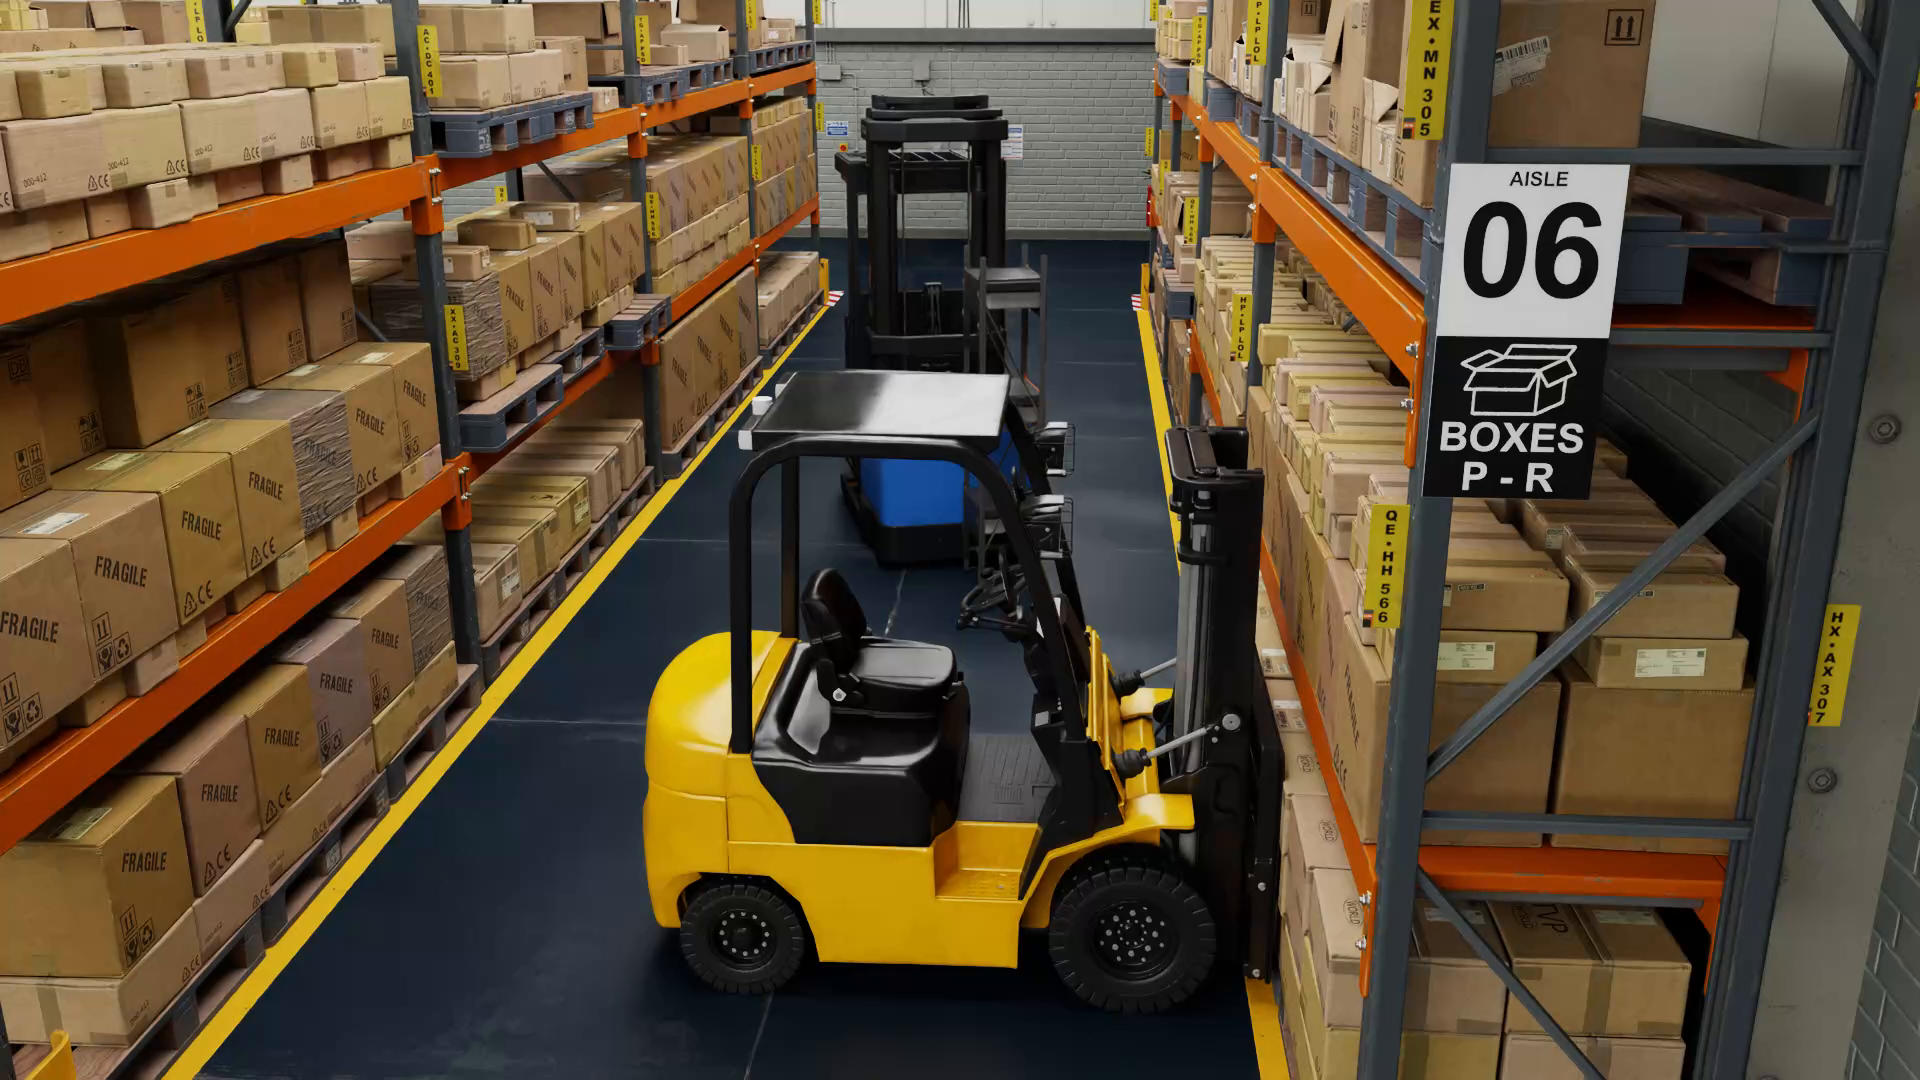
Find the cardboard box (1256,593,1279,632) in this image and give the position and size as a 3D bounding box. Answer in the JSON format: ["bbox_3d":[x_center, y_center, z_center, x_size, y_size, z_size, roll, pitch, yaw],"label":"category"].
[{"bbox_3d":[1.501,0.439,7.403,0.500,0.250,0.500,1,18,4],"label":"cardboard box"}]

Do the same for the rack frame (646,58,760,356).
[{"bbox_3d":[-2.482,-3.090,16.034,1.000,3.000,0.127,1,18,4],"label":"rack frame"}]

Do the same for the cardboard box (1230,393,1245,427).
[{"bbox_3d":[1.671,-0.586,8.636,0.500,0.250,0.500,2,18,5],"label":"cardboard box"}]

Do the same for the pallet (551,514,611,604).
[{"bbox_3d":[-2.916,0.098,10.783,1.003,0.211,1.213,1,18,4],"label":"pallet"}]

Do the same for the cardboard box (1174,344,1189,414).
[{"bbox_3d":[2.098,-1.365,14.111,0.500,0.500,0.500,1,18,2],"label":"cardboard box"}]

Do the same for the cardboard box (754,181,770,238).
[{"bbox_3d":[-2.187,-3.277,16.446,0.500,0.500,0.500,2,18,6],"label":"cardboard box"}]

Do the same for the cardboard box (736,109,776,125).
[{"bbox_3d":[-2.095,-4.331,17.014,0.380,0.149,0.250,1,18,2],"label":"cardboard box"}]

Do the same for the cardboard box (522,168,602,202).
[{"bbox_3d":[-2.993,-2.536,12.580,0.500,0.500,0.500,1,18,2],"label":"cardboard box"}]

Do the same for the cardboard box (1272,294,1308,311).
[{"bbox_3d":[1.737,-1.282,9.316,0.380,0.149,0.250,1,18,3],"label":"cardboard box"}]

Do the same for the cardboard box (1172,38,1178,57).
[{"bbox_3d":[1.980,-4.132,13.966,0.380,0.149,0.250,1,18,3],"label":"cardboard box"}]

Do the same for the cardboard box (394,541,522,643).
[{"bbox_3d":[-3.020,0.281,9.293,0.950,0.372,0.625,2,18,5],"label":"cardboard box"}]

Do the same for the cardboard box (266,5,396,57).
[{"bbox_3d":[-3.141,-2.579,8.423,0.500,0.250,0.500,2,18,5],"label":"cardboard box"}]

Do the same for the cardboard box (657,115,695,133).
[{"bbox_3d":[-2.777,-4.023,16.076,0.380,0.149,0.250,1,18,3],"label":"cardboard box"}]

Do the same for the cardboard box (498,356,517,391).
[{"bbox_3d":[-2.674,-0.927,9.164,0.380,0.149,0.250,2,18,5],"label":"cardboard box"}]

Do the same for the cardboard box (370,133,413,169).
[{"bbox_3d":[-2.774,-1.806,7.704,0.380,0.149,0.250,1,18,4],"label":"cardboard box"}]

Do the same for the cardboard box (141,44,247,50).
[{"bbox_3d":[-3.393,-2.118,7.375,0.380,0.149,0.250,2,18,6],"label":"cardboard box"}]

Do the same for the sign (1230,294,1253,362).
[{"bbox_3d":[1.354,-1.017,7.977,0.100,0.325,0.005,1,18,4],"label":"sign"}]

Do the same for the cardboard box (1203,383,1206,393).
[{"bbox_3d":[1.965,-1.217,12.617,0.380,0.149,0.250,0,18,1],"label":"cardboard box"}]

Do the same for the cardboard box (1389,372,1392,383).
[{"bbox_3d":[2.129,-0.745,7.678,0.380,0.149,0.250,1,18,4],"label":"cardboard box"}]

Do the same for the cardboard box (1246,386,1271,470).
[{"bbox_3d":[1.603,-0.411,7.699,0.500,0.500,0.500,1,18,2],"label":"cardboard box"}]

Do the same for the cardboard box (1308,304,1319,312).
[{"bbox_3d":[2.310,-1.288,9.974,0.500,0.250,0.500,1,18,3],"label":"cardboard box"}]

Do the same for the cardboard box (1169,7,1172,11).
[{"bbox_3d":[2.293,-5.033,16.108,0.500,0.250,0.500,1,18,3],"label":"cardboard box"}]

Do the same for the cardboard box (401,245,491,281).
[{"bbox_3d":[-2.669,-1.440,8.645,0.380,0.149,0.250,1,18,4],"label":"cardboard box"}]

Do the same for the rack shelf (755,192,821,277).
[{"bbox_3d":[-2.339,-3.369,18.042,1.077,0.370,4.000,1,18,4],"label":"rack shelf"}]

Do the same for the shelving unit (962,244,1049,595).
[{"bbox_3d":[0.269,-0.741,10.314,0.431,2.100,0.503,-3,18,-10],"label":"shelving unit"}]

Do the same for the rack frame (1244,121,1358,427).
[{"bbox_3d":[1.896,-0.495,8.117,1.000,3.000,0.127,1,18,4],"label":"rack frame"}]

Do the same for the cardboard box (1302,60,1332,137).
[{"bbox_3d":[1.486,-1.650,6.204,0.396,0.266,0.258,1,18,3],"label":"cardboard box"}]

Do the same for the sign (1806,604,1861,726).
[{"bbox_3d":[2.162,0.312,4.135,0.100,0.325,0.005,1,18,4],"label":"sign"}]

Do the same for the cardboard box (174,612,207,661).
[{"bbox_3d":[-2.959,0.338,5.978,0.380,0.149,0.250,2,18,5],"label":"cardboard box"}]

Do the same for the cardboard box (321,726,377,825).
[{"bbox_3d":[-2.899,1.015,7.249,0.500,0.250,0.500,2,18,5],"label":"cardboard box"}]

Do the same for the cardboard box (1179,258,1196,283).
[{"bbox_3d":[1.847,-2.030,12.531,0.380,0.149,0.250,2,18,5],"label":"cardboard box"}]

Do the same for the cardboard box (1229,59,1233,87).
[{"bbox_3d":[1.727,-2.636,9.402,0.380,0.149,0.250,1,18,3],"label":"cardboard box"}]

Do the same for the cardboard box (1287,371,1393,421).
[{"bbox_3d":[1.526,-0.578,6.691,0.380,0.149,0.250,1,18,3],"label":"cardboard box"}]

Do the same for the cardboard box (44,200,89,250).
[{"bbox_3d":[-3.019,-1.007,5.265,0.380,0.149,0.250,1,18,4],"label":"cardboard box"}]

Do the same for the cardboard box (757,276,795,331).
[{"bbox_3d":[-2.266,-2.542,17.804,0.875,0.438,0.875,1,18,2],"label":"cardboard box"}]

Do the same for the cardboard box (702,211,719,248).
[{"bbox_3d":[-2.351,-2.638,14.093,0.500,0.250,0.500,2,18,5],"label":"cardboard box"}]

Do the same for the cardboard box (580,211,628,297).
[{"bbox_3d":[-2.550,-1.927,11.175,0.500,0.500,0.500,1,18,3],"label":"cardboard box"}]

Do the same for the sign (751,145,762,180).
[{"bbox_3d":[-1.940,-3.593,15.839,0.100,0.325,0.005,1,18,4],"label":"sign"}]

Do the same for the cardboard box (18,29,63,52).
[{"bbox_3d":[-7.378,-3.726,12.999,0.500,0.500,0.500,1,18,4],"label":"cardboard box"}]

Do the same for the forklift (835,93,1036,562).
[{"bbox_3d":[-0.276,-1.668,11.807,1.130,2.935,3.031,-3,18,-10],"label":"forklift"}]

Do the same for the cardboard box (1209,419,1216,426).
[{"bbox_3d":[2.085,-0.412,11.003,0.875,0.625,0.625,2,18,6],"label":"cardboard box"}]

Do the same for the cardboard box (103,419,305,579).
[{"bbox_3d":[-2.934,-0.170,6.485,0.500,0.500,0.500,1,18,3],"label":"cardboard box"}]

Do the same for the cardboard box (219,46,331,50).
[{"bbox_3d":[-2.911,-2.025,7.092,0.380,0.149,0.250,2,18,5],"label":"cardboard box"}]

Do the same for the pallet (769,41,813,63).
[{"bbox_3d":[-2.238,-5.484,18.669,1.003,0.211,1.213,1,18,4],"label":"pallet"}]

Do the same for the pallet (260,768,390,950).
[{"bbox_3d":[-3.153,1.310,7.087,1.003,0.211,1.213,1,18,4],"label":"pallet"}]

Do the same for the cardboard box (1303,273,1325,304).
[{"bbox_3d":[2.270,-1.511,10.013,0.380,0.149,0.250,2,18,5],"label":"cardboard box"}]

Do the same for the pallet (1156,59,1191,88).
[{"bbox_3d":[2.352,-4.115,14.649,1.213,0.211,1.003,1,18,4],"label":"pallet"}]

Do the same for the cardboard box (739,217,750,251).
[{"bbox_3d":[-2.263,-2.873,15.615,0.500,0.250,0.500,1,18,3],"label":"cardboard box"}]

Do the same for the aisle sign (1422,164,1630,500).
[{"bbox_3d":[1.311,-0.474,3.879,0.394,0.787,0.004,1,18,4],"label":"aisle sign"}]

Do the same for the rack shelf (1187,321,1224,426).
[{"bbox_3d":[2.039,-0.775,10.125,1.077,0.370,4.000,1,18,4],"label":"rack shelf"}]

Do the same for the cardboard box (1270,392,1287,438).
[{"bbox_3d":[1.511,-0.521,6.993,0.380,0.149,0.250,2,18,5],"label":"cardboard box"}]

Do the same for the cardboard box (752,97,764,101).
[{"bbox_3d":[-2.445,-4.976,18.983,0.380,0.149,0.250,2,18,5],"label":"cardboard box"}]

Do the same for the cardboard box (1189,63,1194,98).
[{"bbox_3d":[2.048,-3.568,12.919,0.500,0.250,0.500,1,18,4],"label":"cardboard box"}]
